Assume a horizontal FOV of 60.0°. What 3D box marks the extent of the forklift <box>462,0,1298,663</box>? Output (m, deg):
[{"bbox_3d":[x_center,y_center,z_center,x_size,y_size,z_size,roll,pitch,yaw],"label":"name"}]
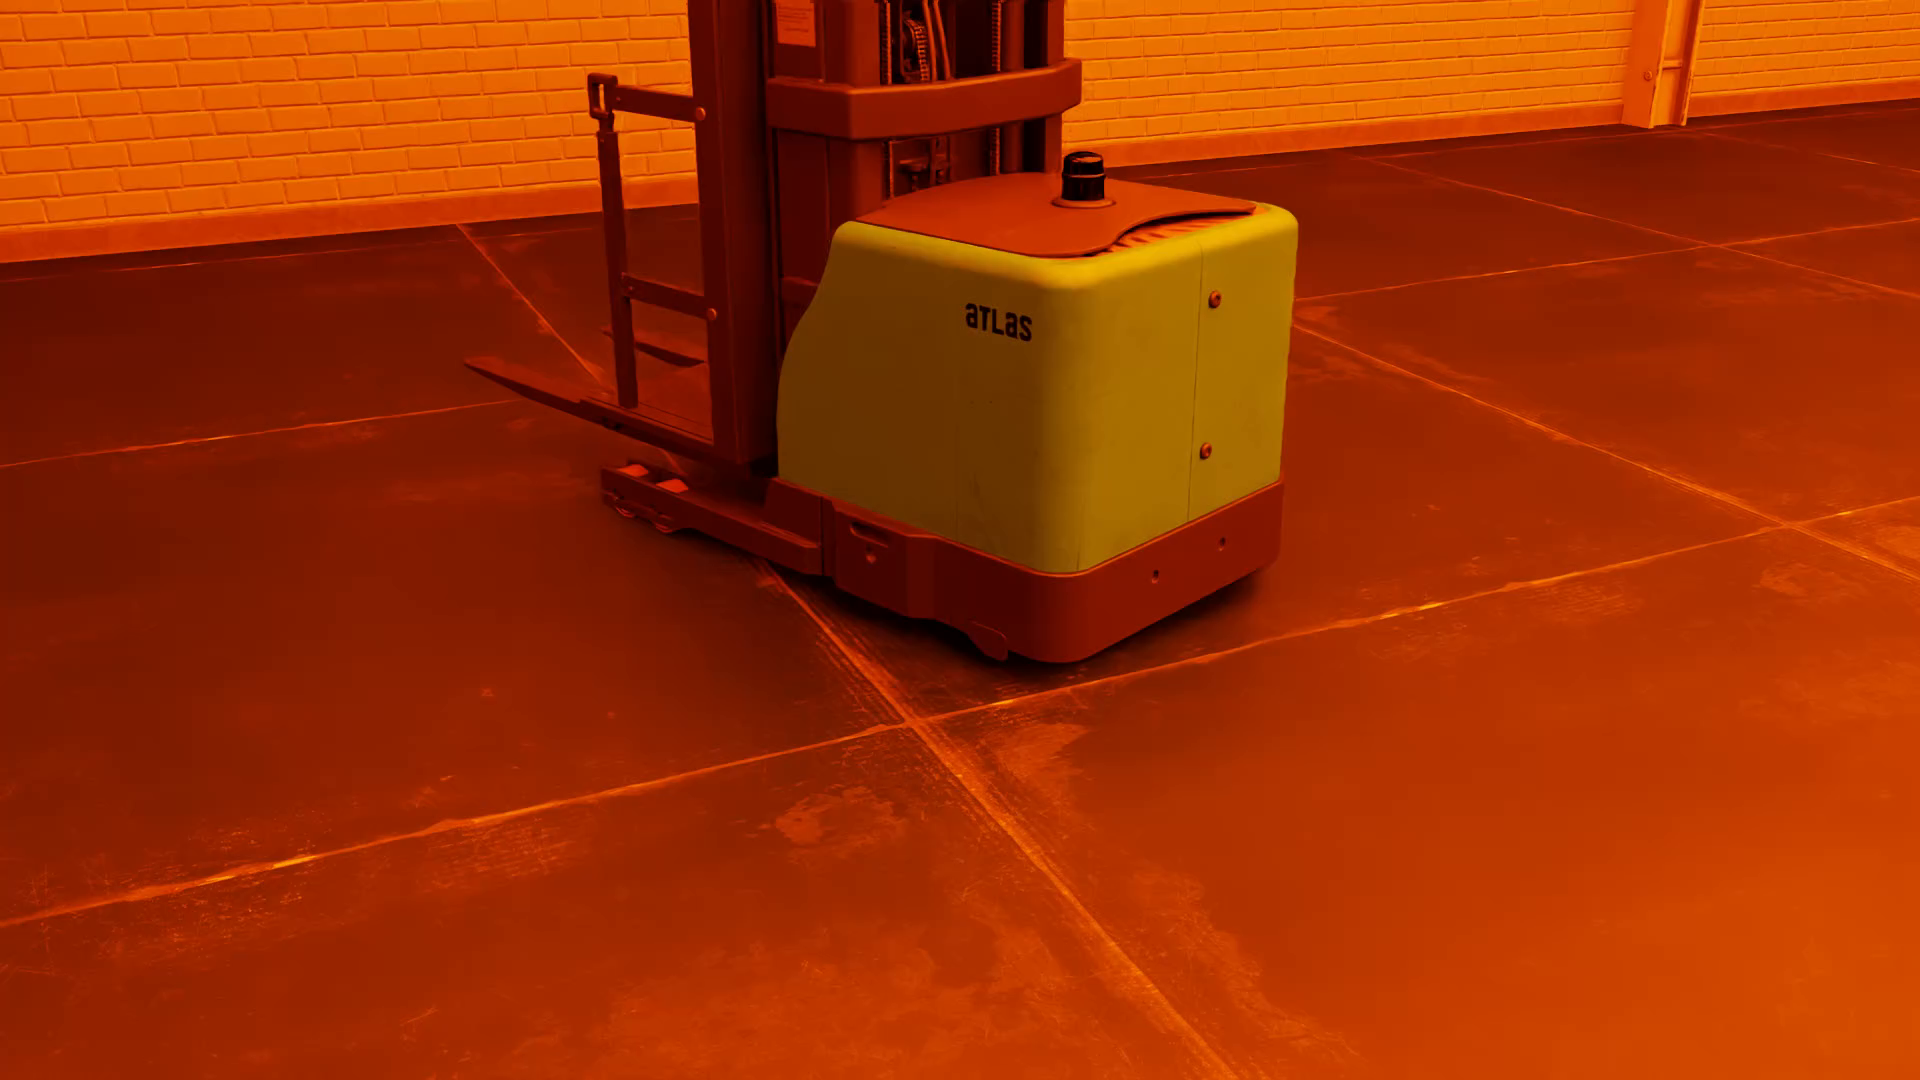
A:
[{"bbox_3d":[-0.497,-1.504,4.906,3.031,2.935,1.130,20,30,39],"label":"forklift"}]
